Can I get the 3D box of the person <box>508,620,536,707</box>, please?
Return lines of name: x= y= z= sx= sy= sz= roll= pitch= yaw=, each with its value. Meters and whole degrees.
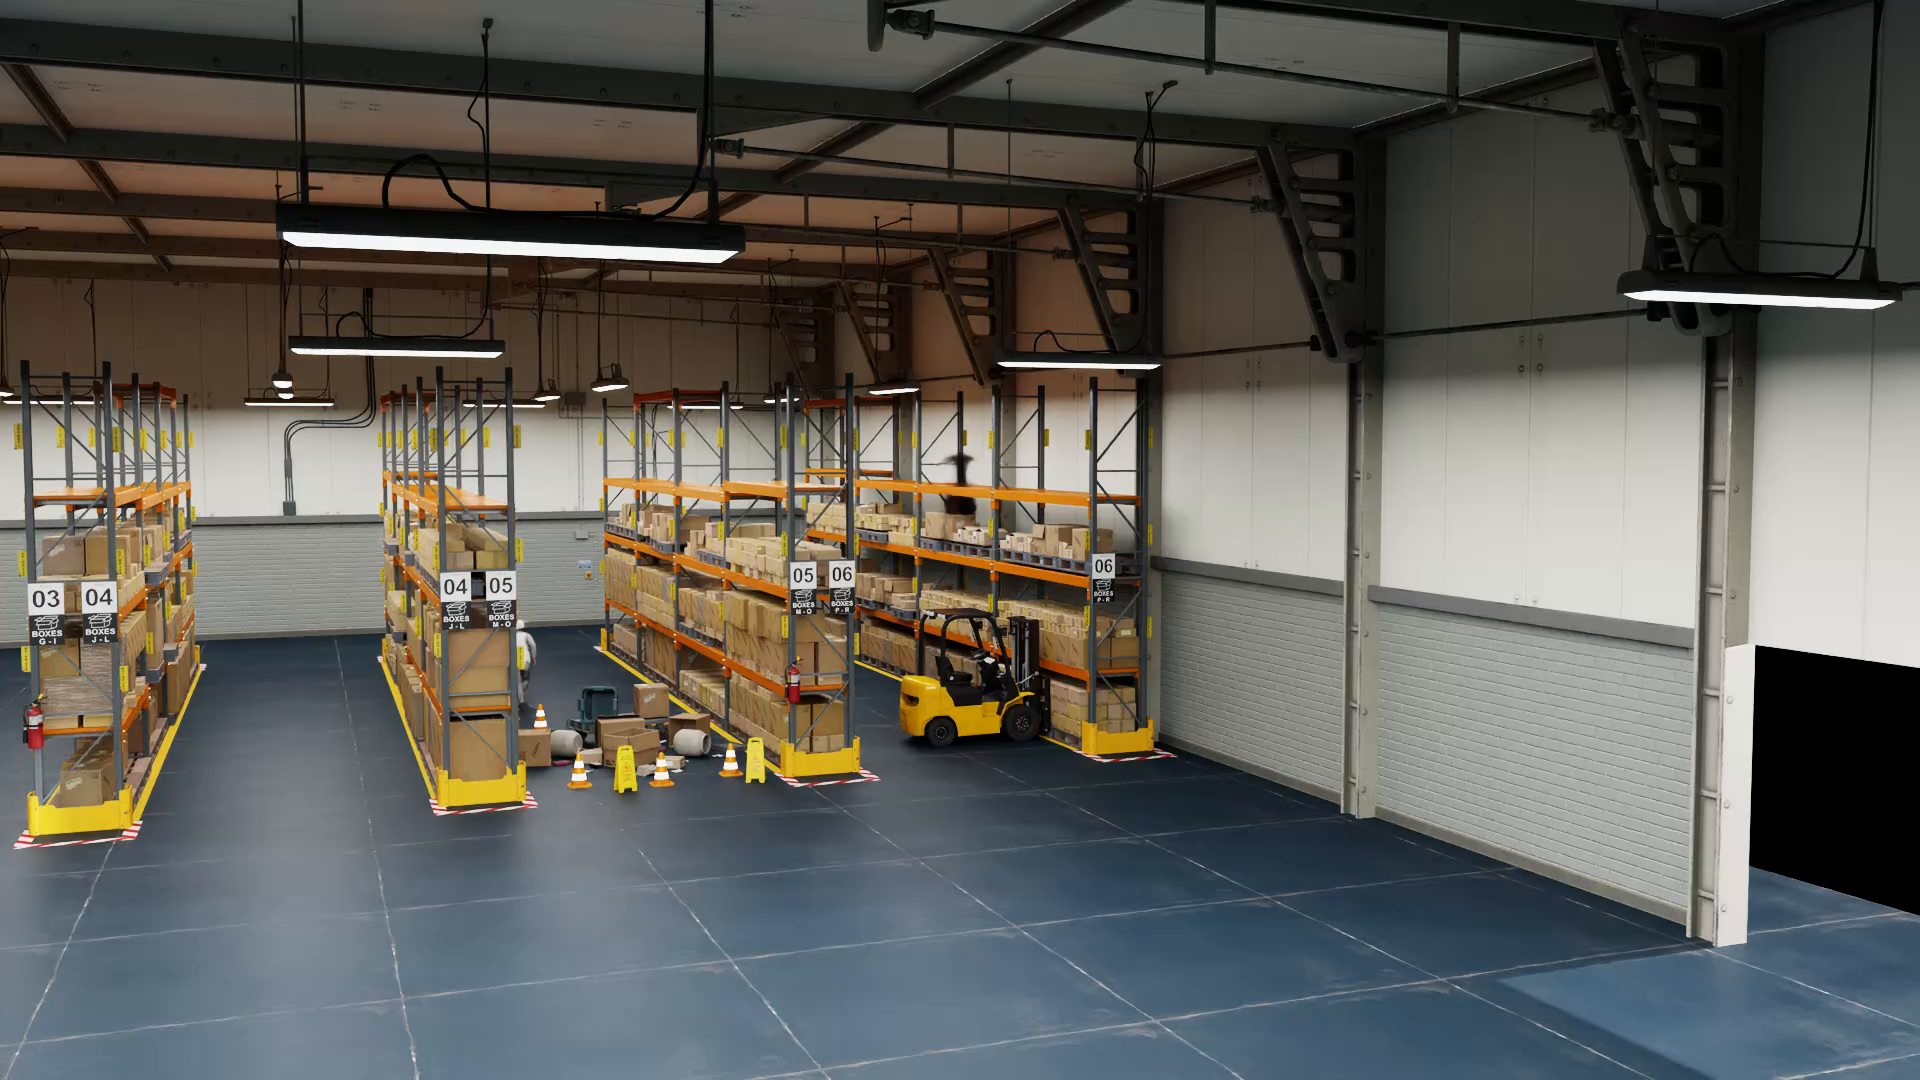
person: x=-8.247 y=2.349 z=31.038 sx=0.648 sy=1.622 sz=1.118 roll=-1 pitch=4 yaw=-14
